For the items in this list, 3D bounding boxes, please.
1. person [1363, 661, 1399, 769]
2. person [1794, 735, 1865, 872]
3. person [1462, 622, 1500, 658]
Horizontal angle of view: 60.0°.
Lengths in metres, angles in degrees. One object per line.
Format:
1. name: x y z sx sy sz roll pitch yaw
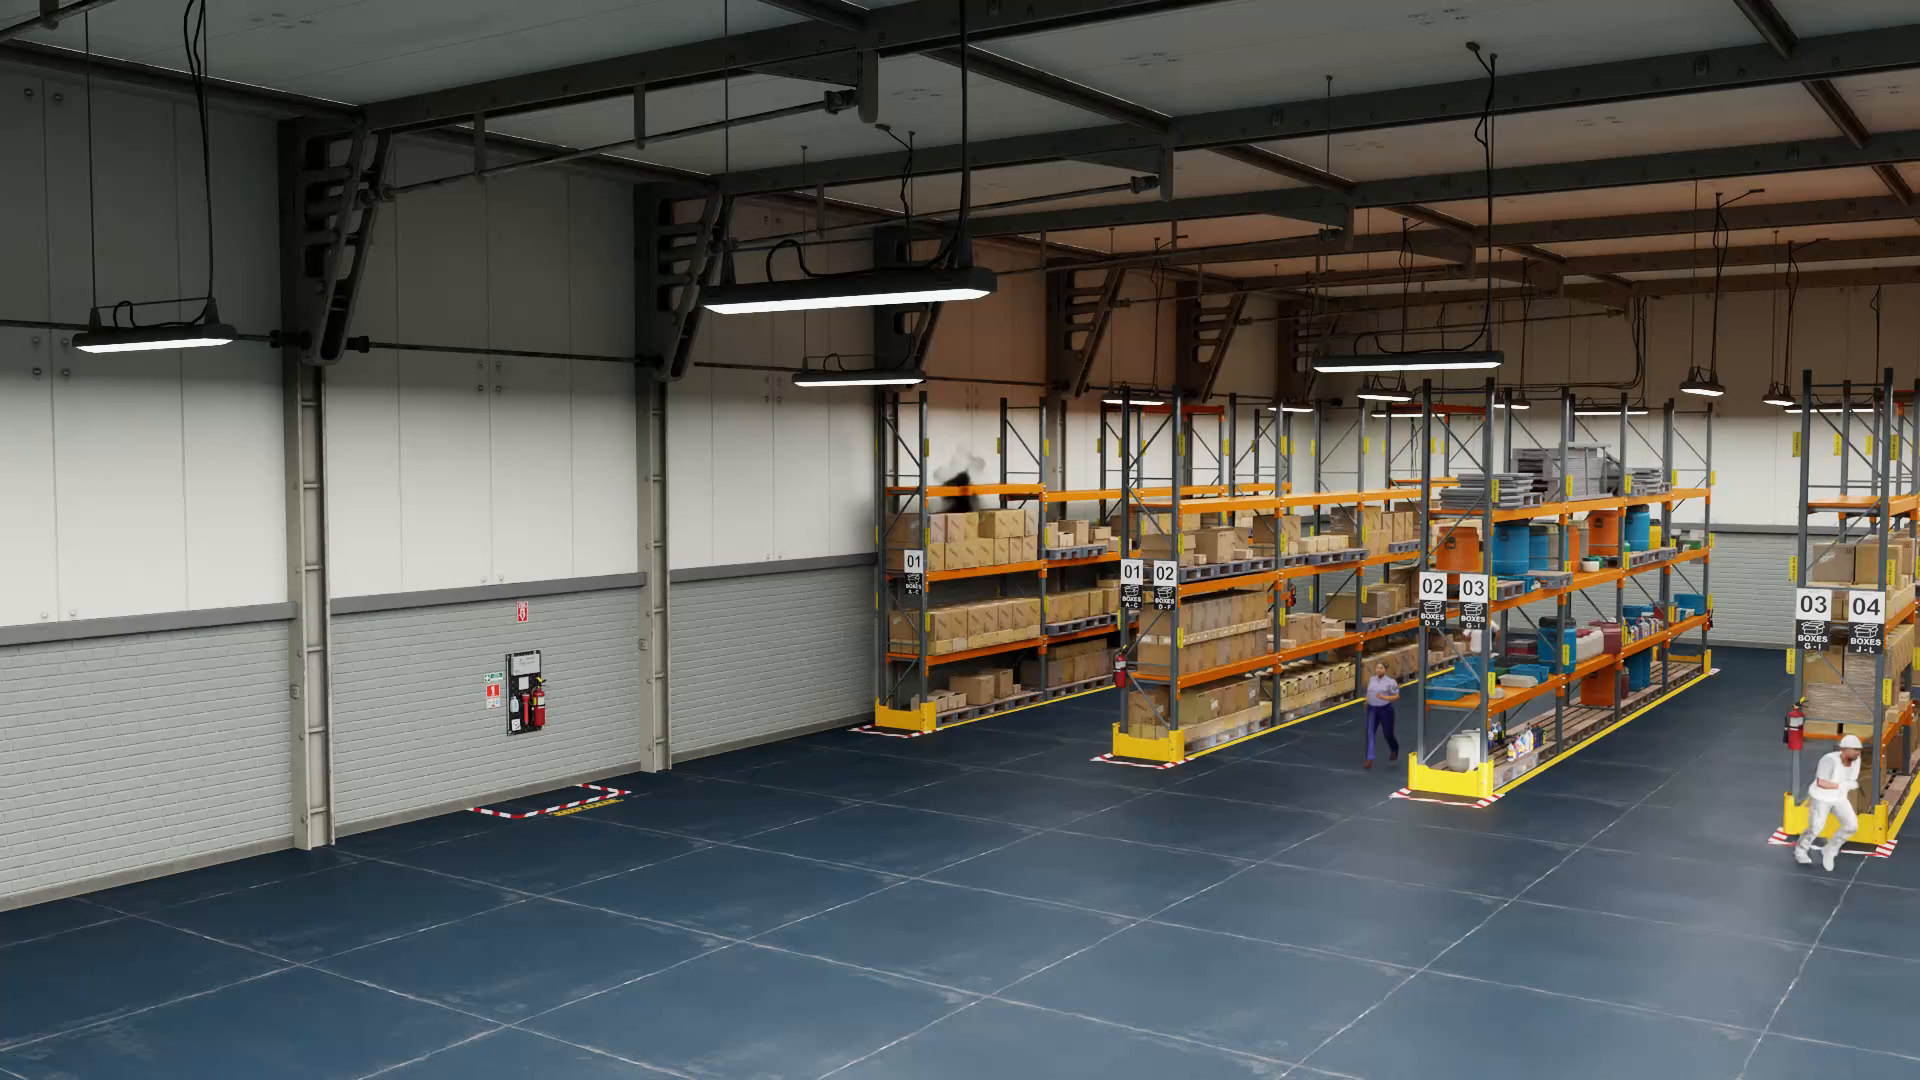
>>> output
1. person: 6.581 2.725 26.033 0.607 1.621 0.897 2 4 35
2. person: 10.300 3.083 19.593 0.719 1.667 0.953 -1 3 -16
3. person: 10.468 2.238 33.476 0.699 1.769 0.985 1 3 25
